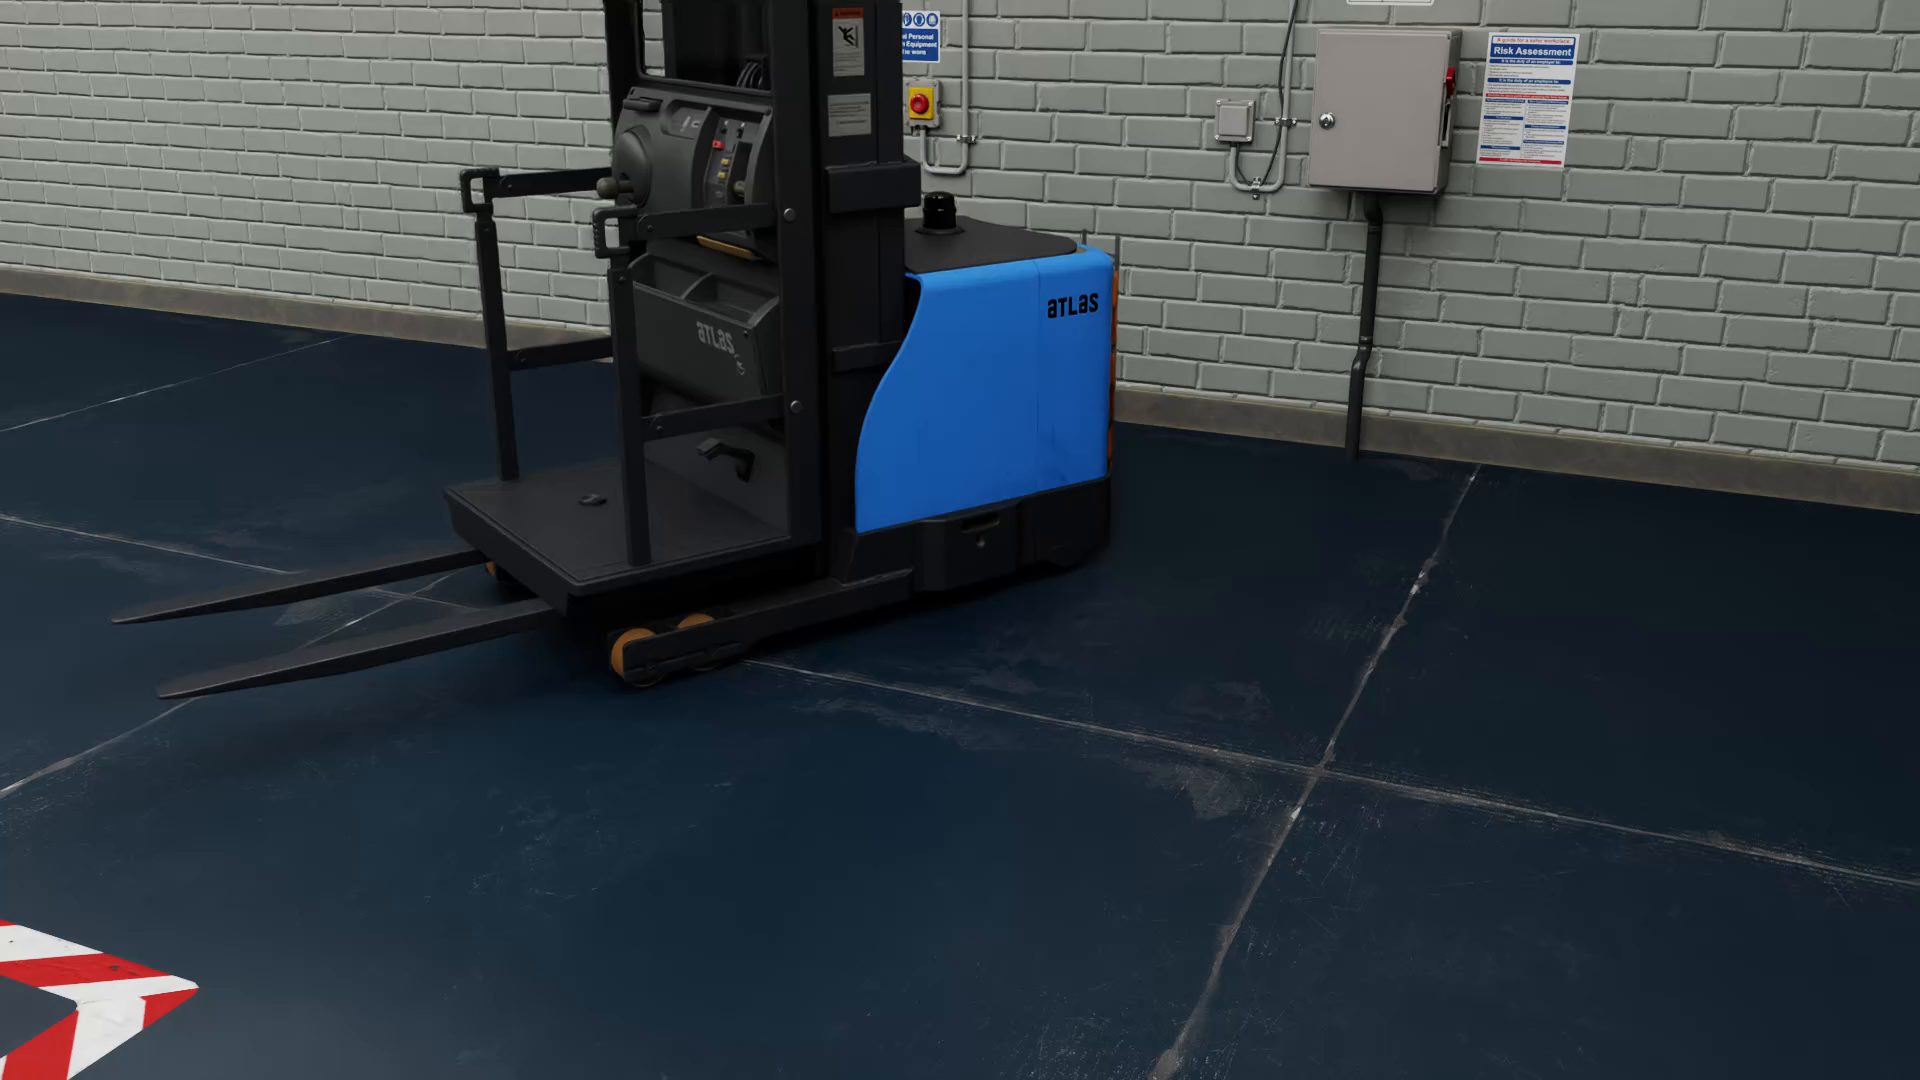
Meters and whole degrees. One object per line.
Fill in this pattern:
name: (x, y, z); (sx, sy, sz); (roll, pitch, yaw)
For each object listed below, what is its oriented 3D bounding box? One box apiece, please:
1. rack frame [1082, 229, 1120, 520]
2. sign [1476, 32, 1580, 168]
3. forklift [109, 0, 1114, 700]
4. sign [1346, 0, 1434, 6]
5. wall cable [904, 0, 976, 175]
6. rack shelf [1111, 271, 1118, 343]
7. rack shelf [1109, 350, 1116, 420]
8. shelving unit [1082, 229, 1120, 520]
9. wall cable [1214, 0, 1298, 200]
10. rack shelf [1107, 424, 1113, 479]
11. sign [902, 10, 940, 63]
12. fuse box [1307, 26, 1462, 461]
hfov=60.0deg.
rack frame: (0.500, -0.598, 6.083); (0.008, 1.050, 0.200); (-13, 24, -33)
sign: (2.174, -1.688, 6.381); (0.329, 0.494, 0.001); (9, 21, 23)
forklift: (-0.977, -1.159, 4.852); (3.031, 2.935, 1.130); (-13, 24, -33)
sign: (1.673, -2.198, 6.439); (0.339, 0.242, 0.001); (9, 21, 23)
wall cable: (-0.218, -2.564, 7.138); (0.585, 1.953, 0.123); (9, 21, 23)
rack shelf: (0.401, -0.831, 5.924); (0.240, 0.259, 0.215); (-13, 24, -33)
rack shelf: (0.401, -0.564, 6.019); (0.240, 0.259, 0.215); (-13, 24, -33)
shelving unit: (0.401, -0.574, 6.016); (0.252, 1.050, 0.215); (-13, 24, -33)
wall cable: (1.081, -2.358, 6.606); (0.588, 1.984, 0.122); (9, 21, 23)
rack shelf: (0.401, -0.302, 6.112); (0.240, 0.259, 0.215); (-13, 24, -33)
sign: (-0.237, -2.223, 7.340); (0.327, 0.218, 0.001); (9, 21, 23)
fuse box: (1.639, -1.131, 6.594); (0.539, 1.711, 0.414); (9, 21, 23)
